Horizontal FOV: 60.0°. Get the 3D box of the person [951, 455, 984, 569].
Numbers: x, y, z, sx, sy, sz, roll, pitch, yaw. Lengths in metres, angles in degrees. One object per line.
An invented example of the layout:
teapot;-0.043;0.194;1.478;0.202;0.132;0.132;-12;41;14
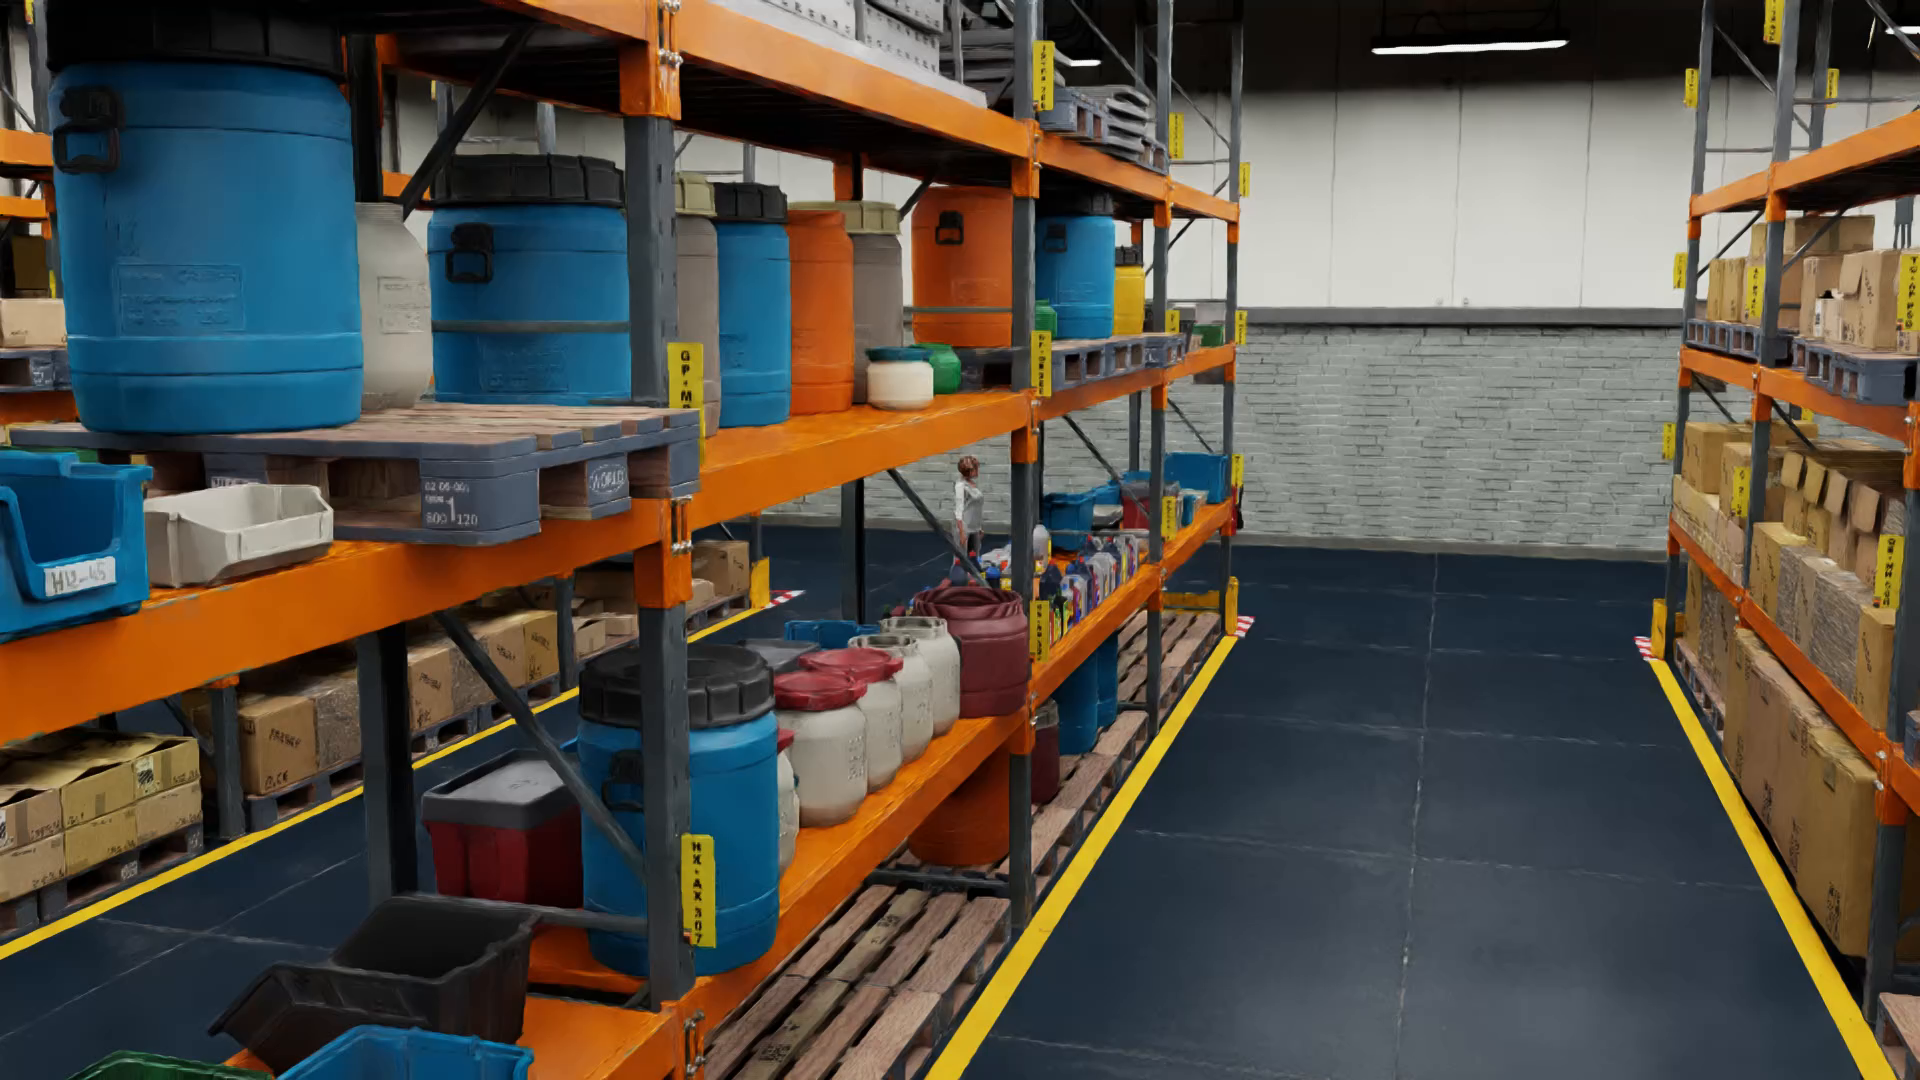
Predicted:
person;0.079;-0.085;17.278;0.378;1.599;0.499;5;10;30
